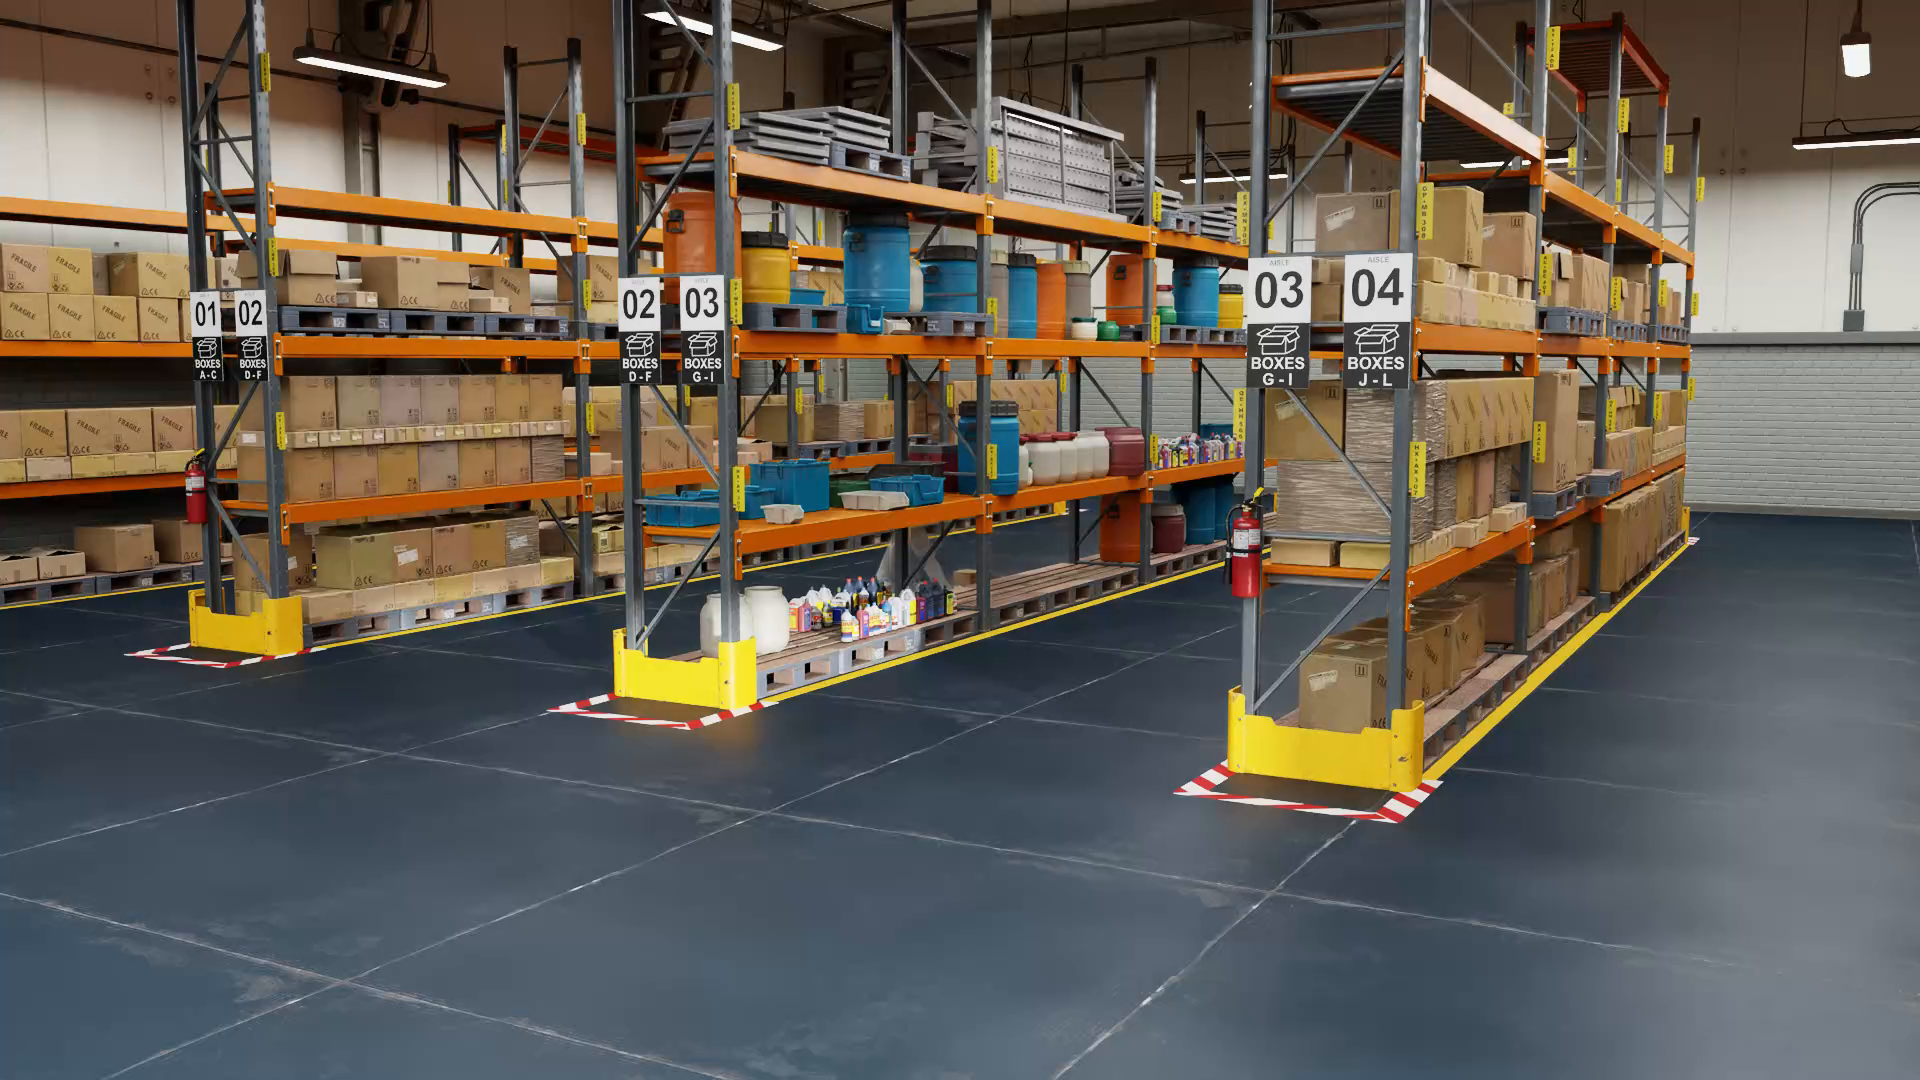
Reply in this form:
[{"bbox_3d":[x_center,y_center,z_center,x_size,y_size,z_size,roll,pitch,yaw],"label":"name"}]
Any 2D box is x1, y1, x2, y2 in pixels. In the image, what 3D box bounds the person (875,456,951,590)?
[{"bbox_3d":[-0.572,-0.112,17.434,1.048,1.600,0.452,-2,6,-22],"label":"person"}]
